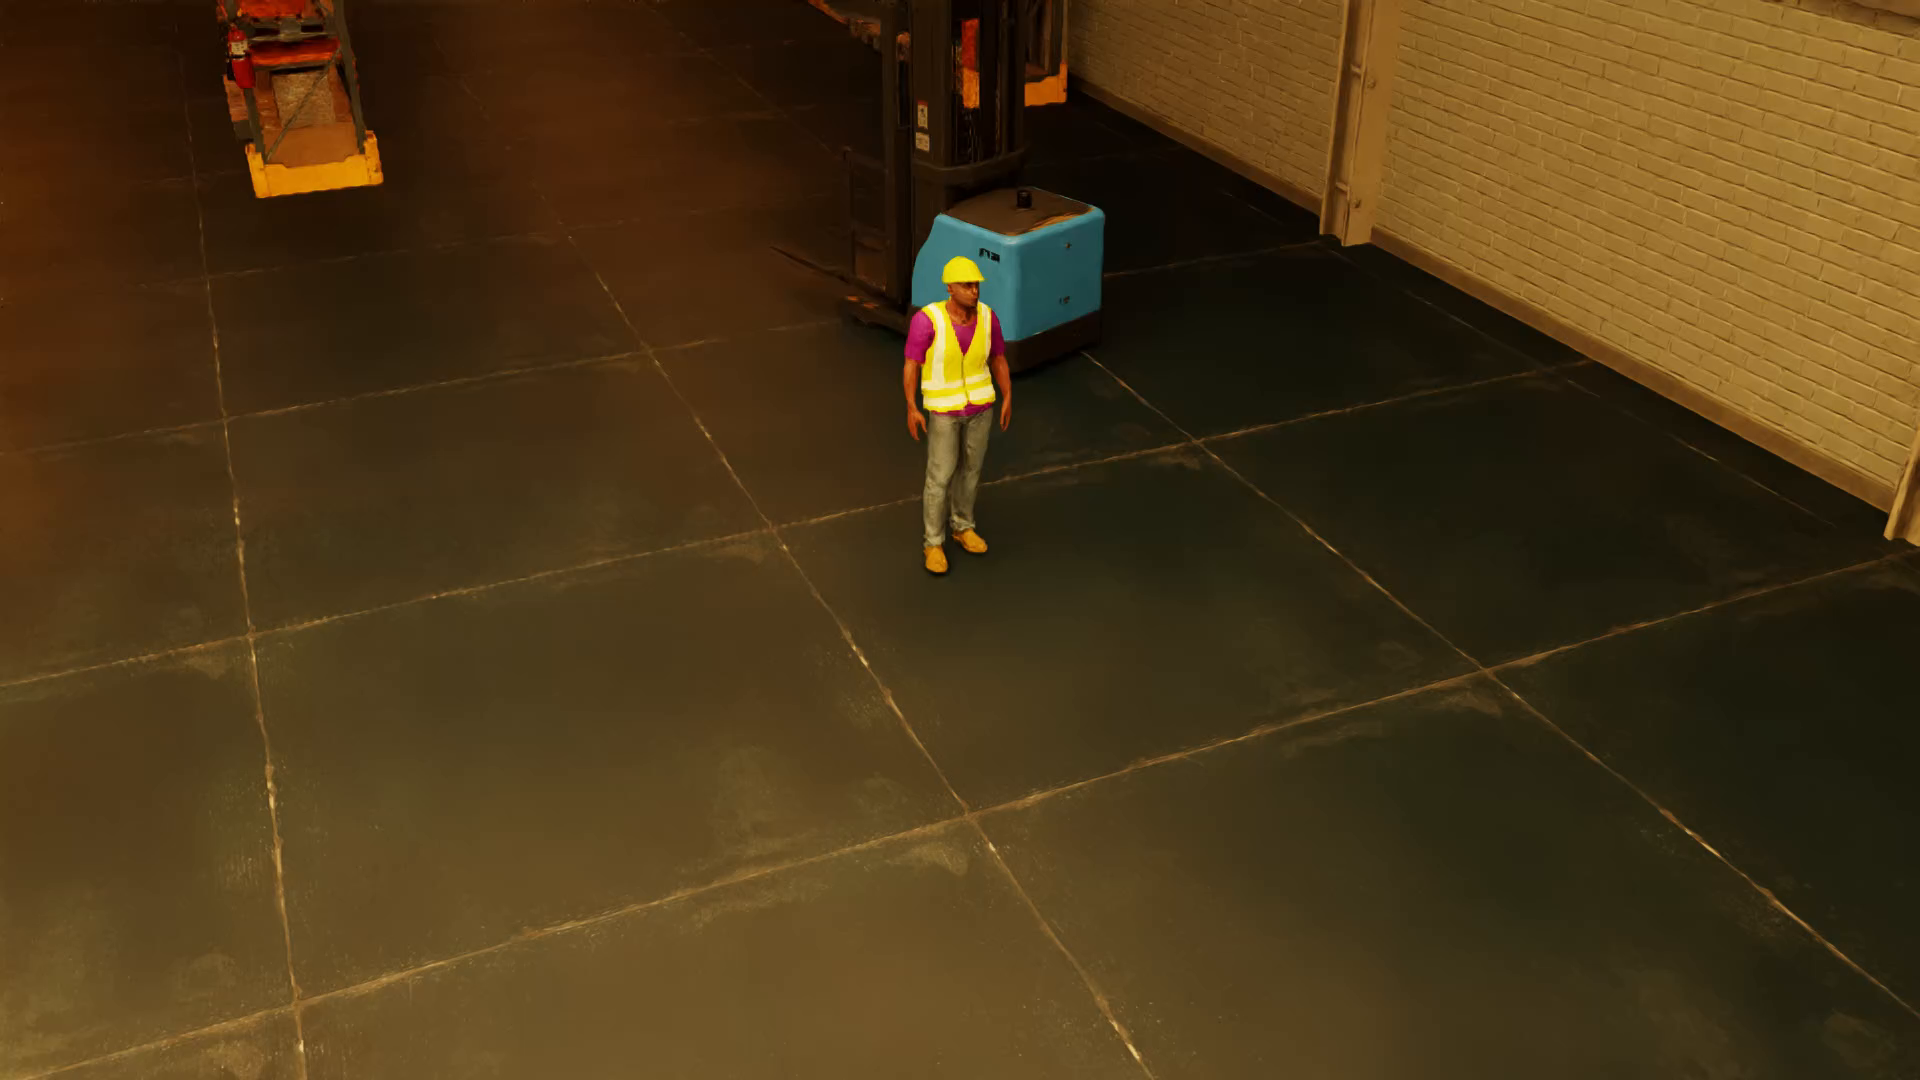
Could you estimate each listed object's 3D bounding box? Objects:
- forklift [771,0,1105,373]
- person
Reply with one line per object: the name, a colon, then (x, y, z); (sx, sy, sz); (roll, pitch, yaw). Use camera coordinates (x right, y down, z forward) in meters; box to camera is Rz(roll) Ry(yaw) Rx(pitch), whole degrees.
forklift: (-0.304, -3.124, 12.583); (1.130, 2.935, 3.031); (-25, 38, -37)
person: (0.023, -0.740, 9.573); (0.665, 1.766, 0.576); (-12, 32, -20)
